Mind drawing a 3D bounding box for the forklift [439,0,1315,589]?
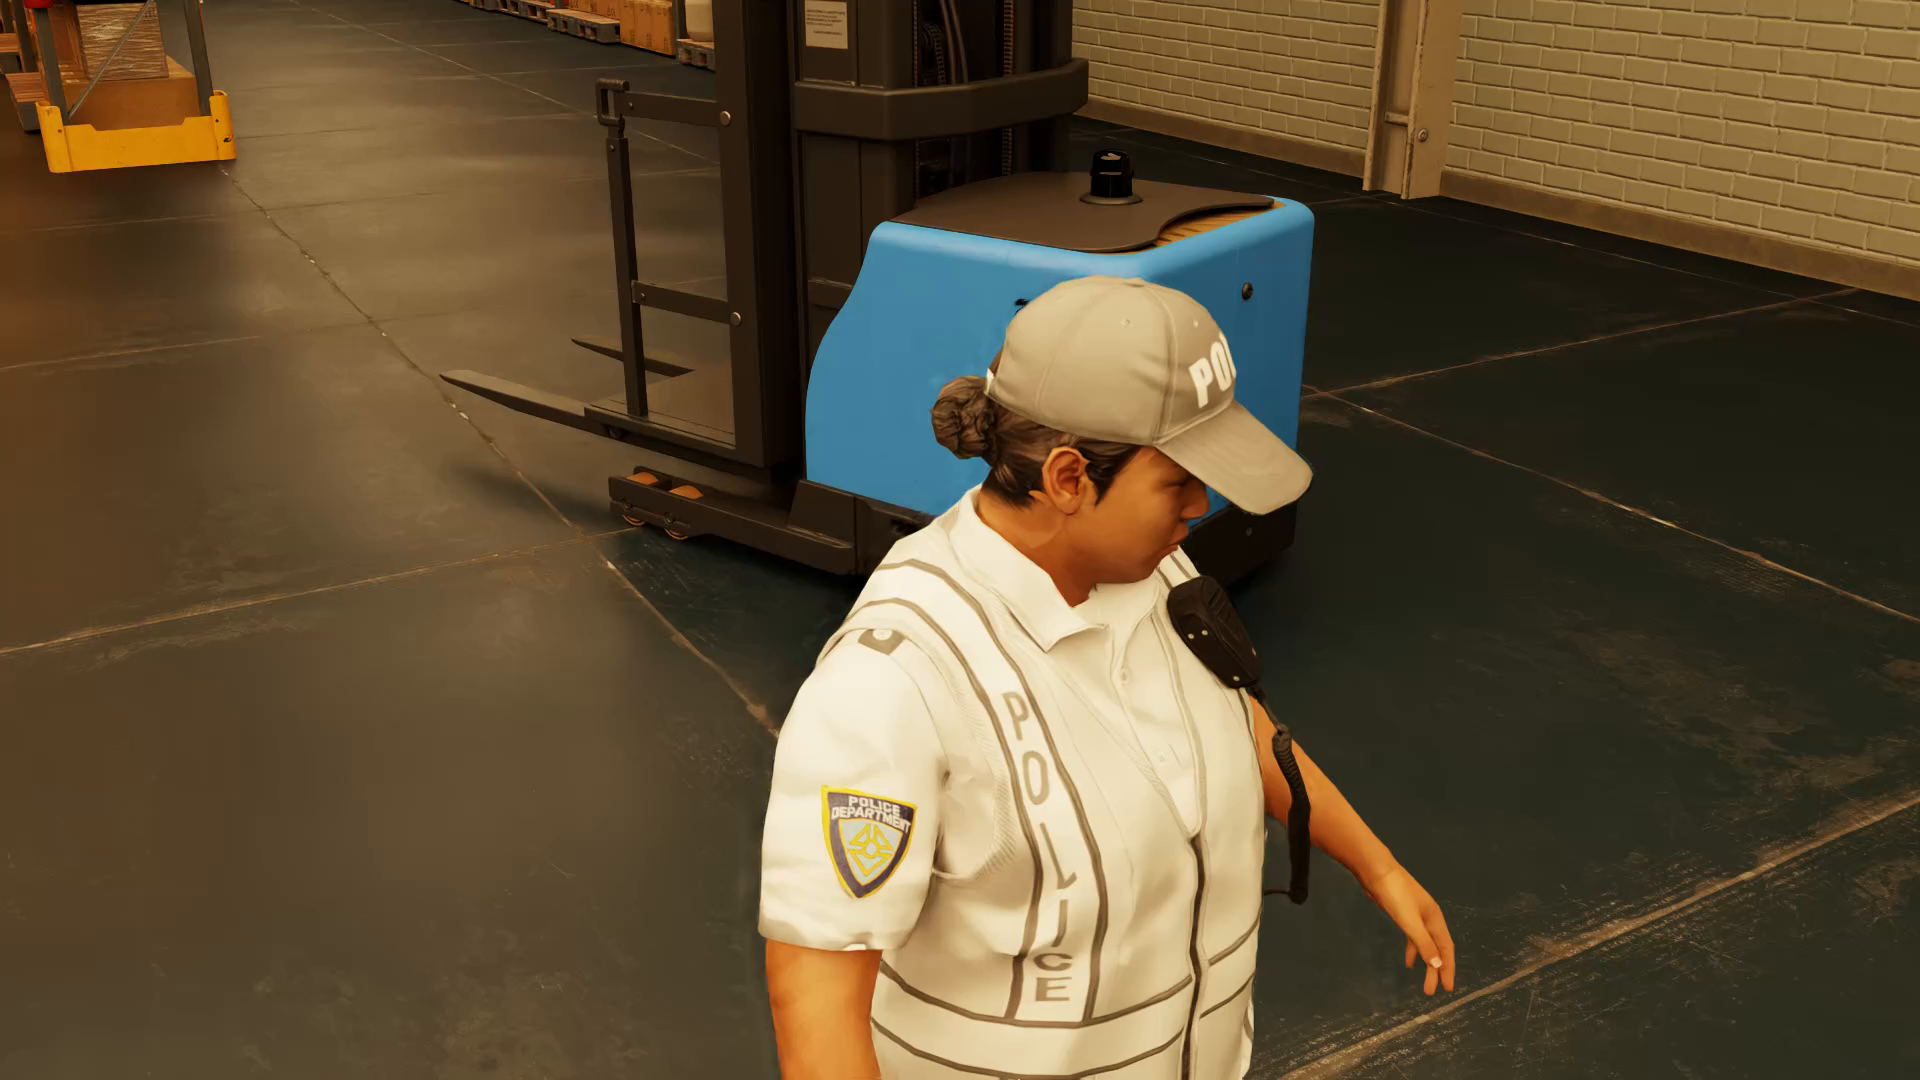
[{"bbox_3d":[-0.481,-1.497,4.922,3.031,2.935,1.130,16,27,34],"label":"forklift"}]

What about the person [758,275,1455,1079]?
[{"bbox_3d":[0.146,0.567,1.653,0.796,1.674,0.490,-21,30,-41],"label":"person"}]
